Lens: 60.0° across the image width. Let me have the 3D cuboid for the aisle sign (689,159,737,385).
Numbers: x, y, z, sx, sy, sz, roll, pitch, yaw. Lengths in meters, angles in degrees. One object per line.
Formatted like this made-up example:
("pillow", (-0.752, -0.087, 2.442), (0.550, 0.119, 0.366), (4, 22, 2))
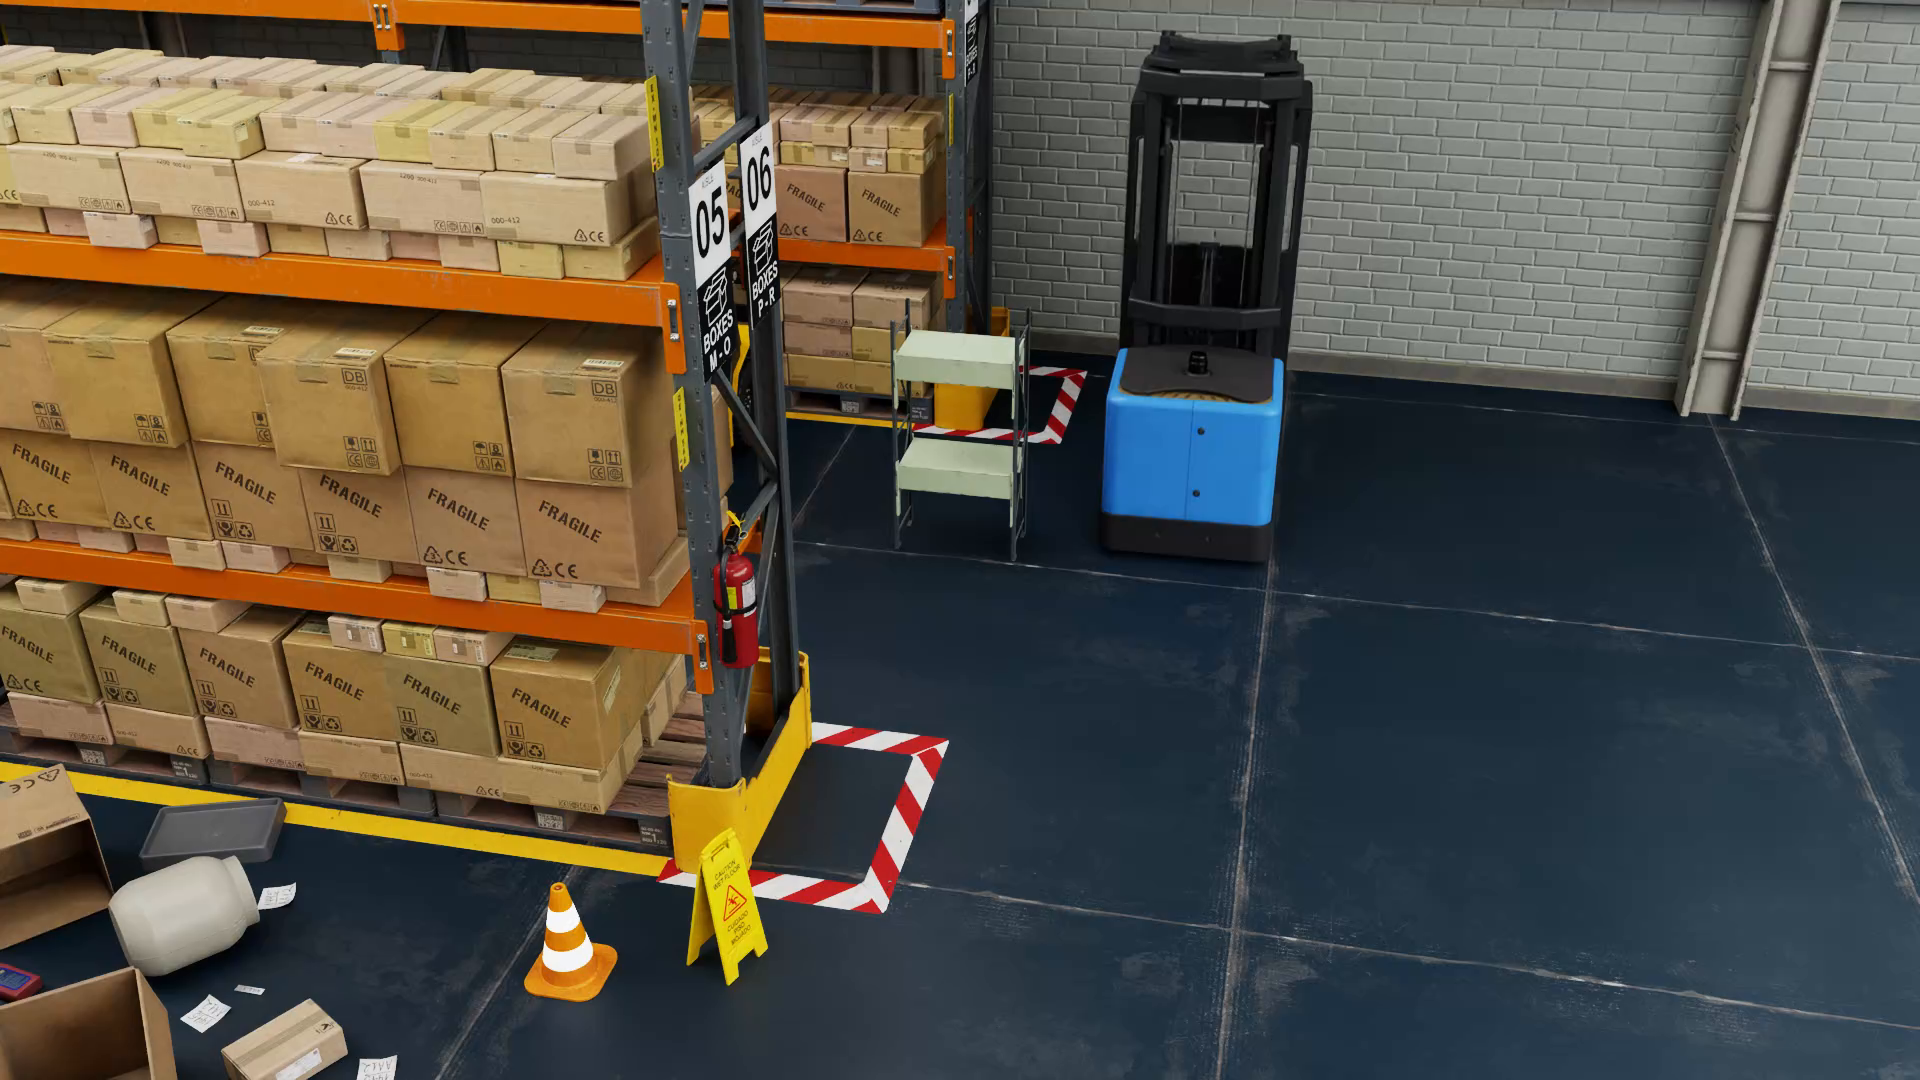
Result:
("aisle sign", (-0.961, -1.045, 6.489), (0.004, 0.787, 0.394), (6, 29, 11))

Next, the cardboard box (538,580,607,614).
("cardboard box", (-1.642, 0.153, 7.270), (0.250, 0.149, 0.380), (6, 29, 10))

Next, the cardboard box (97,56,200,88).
("cardboard box", (-3.495, -1.977, 7.207), (0.250, 0.149, 0.380), (5, 29, 10))

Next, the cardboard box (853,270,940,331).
("cardboard box", (-0.444, -1.695, 11.768), (0.500, 0.250, 0.500), (7, 29, 12))

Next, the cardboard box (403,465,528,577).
("cardboard box", (-2.038, -0.198, 7.237), (0.500, 0.500, 0.500), (6, 29, 11))

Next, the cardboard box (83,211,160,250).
("cardboard box", (-3.377, -1.336, 6.867), (0.250, 0.149, 0.380), (5, 29, 10))

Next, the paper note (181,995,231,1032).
("paper note", (-3.101, 1.945, 6.839), (0.142, 0.019, 0.148), (17, 33, 28))

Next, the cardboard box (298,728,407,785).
("cardboard box", (-2.826, 0.915, 8.043), (0.500, 0.250, 0.500), (5, 29, 9))

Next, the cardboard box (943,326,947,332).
("cardboard box", (-0.368, -1.497, 12.449), (0.500, 0.250, 0.500), (6, 29, 11))

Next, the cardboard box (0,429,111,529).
("cardboard box", (-4.005, -0.408, 7.619), (0.500, 0.500, 0.500), (6, 29, 10))

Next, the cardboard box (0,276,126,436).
("cardboard box", (-3.993, -0.853, 7.392), (0.500, 0.500, 0.700), (6, 29, 11))

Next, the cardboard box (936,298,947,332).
("cardboard box", (-0.345, -1.720, 12.336), (0.500, 0.250, 0.500), (6, 29, 11))

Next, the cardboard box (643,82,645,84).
("cardboard box", (-2.219, -3.204, 12.052), (0.250, 0.149, 0.380), (6, 29, 10))

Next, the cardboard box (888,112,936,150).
("cardboard box", (-0.322, -2.774, 11.266), (0.250, 0.149, 0.380), (6, 29, 11))

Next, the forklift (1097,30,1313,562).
("forklift", (1.619, -1.841, 10.723), (1.130, 2.935, 3.031), (5, 29, 9))

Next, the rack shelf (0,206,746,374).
("rack shelf", (-2.917, -1.247, 7.192), (4.000, 0.370, 1.077), (6, 29, 11))

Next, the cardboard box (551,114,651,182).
("cardboard box", (-1.353, -1.497, 6.331), (0.250, 0.149, 0.380), (6, 29, 11))

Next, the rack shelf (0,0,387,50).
("rack shelf", (-5.796, -3.980, 12.184), (4.000, 0.370, 1.077), (6, 29, 11))

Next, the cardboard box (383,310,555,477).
("cardboard box", (-2.000, -0.663, 7.044), (0.500, 0.500, 0.700), (6, 29, 11))

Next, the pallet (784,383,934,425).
("pallet", (-0.685, -1.212, 12.406), (1.213, 0.211, 1.003), (6, 29, 11))

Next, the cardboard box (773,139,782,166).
("cardboard box", (-1.334, -2.711, 11.461), (0.250, 0.149, 0.380), (5, 29, 9))

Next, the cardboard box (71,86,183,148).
("cardboard box", (-3.348, -1.713, 6.726), (0.250, 0.149, 0.380), (5, 29, 10))

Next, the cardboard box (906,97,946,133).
("cardboard box", (-0.212, -2.971, 11.626), (0.250, 0.149, 0.380), (5, 29, 10))

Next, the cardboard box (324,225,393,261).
("cardboard box", (-2.359, -1.268, 6.743), (0.250, 0.149, 0.380), (6, 29, 10))

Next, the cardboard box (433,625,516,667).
("cardboard box", (-2.172, 0.399, 7.530), (0.250, 0.149, 0.380), (7, 29, 12))

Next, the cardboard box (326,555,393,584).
("cardboard box", (-2.637, 0.031, 7.493), (0.250, 0.149, 0.380), (6, 29, 10))

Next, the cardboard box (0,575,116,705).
("cardboard box", (-4.352, 0.431, 8.146), (0.500, 0.500, 0.500), (7, 30, 13))

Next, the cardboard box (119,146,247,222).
("cardboard box", (-3.012, -1.502, 6.755), (0.500, 0.250, 0.500), (6, 29, 11))

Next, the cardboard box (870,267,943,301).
("cardboard box", (-0.359, -1.932, 12.202), (0.500, 0.250, 0.500), (5, 29, 10))

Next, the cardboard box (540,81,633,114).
("cardboard box", (-1.516, -1.751, 6.795), (0.250, 0.149, 0.380), (6, 29, 10))

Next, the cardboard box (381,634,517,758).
("cardboard box", (-2.310, 0.638, 7.769), (0.500, 0.500, 0.500), (7, 29, 12))

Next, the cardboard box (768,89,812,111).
("cardboard box", (-1.224, -3.079, 11.824), (0.250, 0.149, 0.380), (7, 29, 12))

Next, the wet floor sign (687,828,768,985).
("wet floor sign", (-0.999, 1.508, 6.986), (0.232, 0.644, 0.267), (17, 33, 28))

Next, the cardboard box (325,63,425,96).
("cardboard box", (-2.478, -1.910, 7.085), (0.250, 0.149, 0.380), (7, 29, 12))

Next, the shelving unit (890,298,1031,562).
("shelving unit", (0.007, -0.657, 10.051), (0.755, 1.500, 0.431), (6, 29, 11))

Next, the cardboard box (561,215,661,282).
("cardboard box", (-1.368, -1.157, 6.539), (0.250, 0.149, 0.380), (6, 29, 11))

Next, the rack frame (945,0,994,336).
("rack frame", (0.072, -2.378, 11.632), (0.127, 3.000, 1.000), (6, 29, 11))

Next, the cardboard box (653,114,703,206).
("cardboard box", (-1.397, -1.603, 6.939), (0.500, 0.250, 0.500), (5, 29, 10))

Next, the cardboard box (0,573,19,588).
("cardboard box", (-5.386, 0.469, 8.731), (0.625, 0.372, 0.950), (6, 29, 11))

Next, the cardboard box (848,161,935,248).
("cardboard box", (-0.464, -2.348, 11.473), (0.500, 0.500, 0.500), (5, 29, 9))

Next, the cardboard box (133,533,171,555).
("cardboard box", (-3.606, -0.089, 7.712), (0.250, 0.149, 0.380), (6, 29, 10))

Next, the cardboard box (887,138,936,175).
("cardboard box", (-0.326, -2.610, 11.276), (0.250, 0.149, 0.380), (6, 29, 11))

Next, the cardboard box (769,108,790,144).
("cardboard box", (-1.338, -2.831, 11.371), (0.250, 0.149, 0.380), (7, 29, 12))

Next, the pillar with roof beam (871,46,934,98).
("pillar with roof beam", (-1.320, -3.481, 7.399), (0.400, 9.000, 9.100), (6, 29, 11))

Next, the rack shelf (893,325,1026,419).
("rack shelf", (0.007, -1.000, 9.863), (0.720, 0.370, 0.431), (6, 29, 11))

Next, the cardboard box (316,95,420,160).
("cardboard box", (-2.326, -1.636, 6.584), (0.250, 0.149, 0.380), (6, 29, 11))

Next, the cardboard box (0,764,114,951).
("cardboard box", (-4.109, 1.394, 7.343), (0.500, 0.500, 0.500), (-21, 35, -33))

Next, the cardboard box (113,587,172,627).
("cardboard box", (-3.740, 0.238, 7.823), (0.250, 0.149, 0.380), (7, 29, 13))

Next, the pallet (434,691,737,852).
("pallet", (-1.822, 1.071, 8.236), (1.213, 0.211, 1.003), (6, 29, 11))
